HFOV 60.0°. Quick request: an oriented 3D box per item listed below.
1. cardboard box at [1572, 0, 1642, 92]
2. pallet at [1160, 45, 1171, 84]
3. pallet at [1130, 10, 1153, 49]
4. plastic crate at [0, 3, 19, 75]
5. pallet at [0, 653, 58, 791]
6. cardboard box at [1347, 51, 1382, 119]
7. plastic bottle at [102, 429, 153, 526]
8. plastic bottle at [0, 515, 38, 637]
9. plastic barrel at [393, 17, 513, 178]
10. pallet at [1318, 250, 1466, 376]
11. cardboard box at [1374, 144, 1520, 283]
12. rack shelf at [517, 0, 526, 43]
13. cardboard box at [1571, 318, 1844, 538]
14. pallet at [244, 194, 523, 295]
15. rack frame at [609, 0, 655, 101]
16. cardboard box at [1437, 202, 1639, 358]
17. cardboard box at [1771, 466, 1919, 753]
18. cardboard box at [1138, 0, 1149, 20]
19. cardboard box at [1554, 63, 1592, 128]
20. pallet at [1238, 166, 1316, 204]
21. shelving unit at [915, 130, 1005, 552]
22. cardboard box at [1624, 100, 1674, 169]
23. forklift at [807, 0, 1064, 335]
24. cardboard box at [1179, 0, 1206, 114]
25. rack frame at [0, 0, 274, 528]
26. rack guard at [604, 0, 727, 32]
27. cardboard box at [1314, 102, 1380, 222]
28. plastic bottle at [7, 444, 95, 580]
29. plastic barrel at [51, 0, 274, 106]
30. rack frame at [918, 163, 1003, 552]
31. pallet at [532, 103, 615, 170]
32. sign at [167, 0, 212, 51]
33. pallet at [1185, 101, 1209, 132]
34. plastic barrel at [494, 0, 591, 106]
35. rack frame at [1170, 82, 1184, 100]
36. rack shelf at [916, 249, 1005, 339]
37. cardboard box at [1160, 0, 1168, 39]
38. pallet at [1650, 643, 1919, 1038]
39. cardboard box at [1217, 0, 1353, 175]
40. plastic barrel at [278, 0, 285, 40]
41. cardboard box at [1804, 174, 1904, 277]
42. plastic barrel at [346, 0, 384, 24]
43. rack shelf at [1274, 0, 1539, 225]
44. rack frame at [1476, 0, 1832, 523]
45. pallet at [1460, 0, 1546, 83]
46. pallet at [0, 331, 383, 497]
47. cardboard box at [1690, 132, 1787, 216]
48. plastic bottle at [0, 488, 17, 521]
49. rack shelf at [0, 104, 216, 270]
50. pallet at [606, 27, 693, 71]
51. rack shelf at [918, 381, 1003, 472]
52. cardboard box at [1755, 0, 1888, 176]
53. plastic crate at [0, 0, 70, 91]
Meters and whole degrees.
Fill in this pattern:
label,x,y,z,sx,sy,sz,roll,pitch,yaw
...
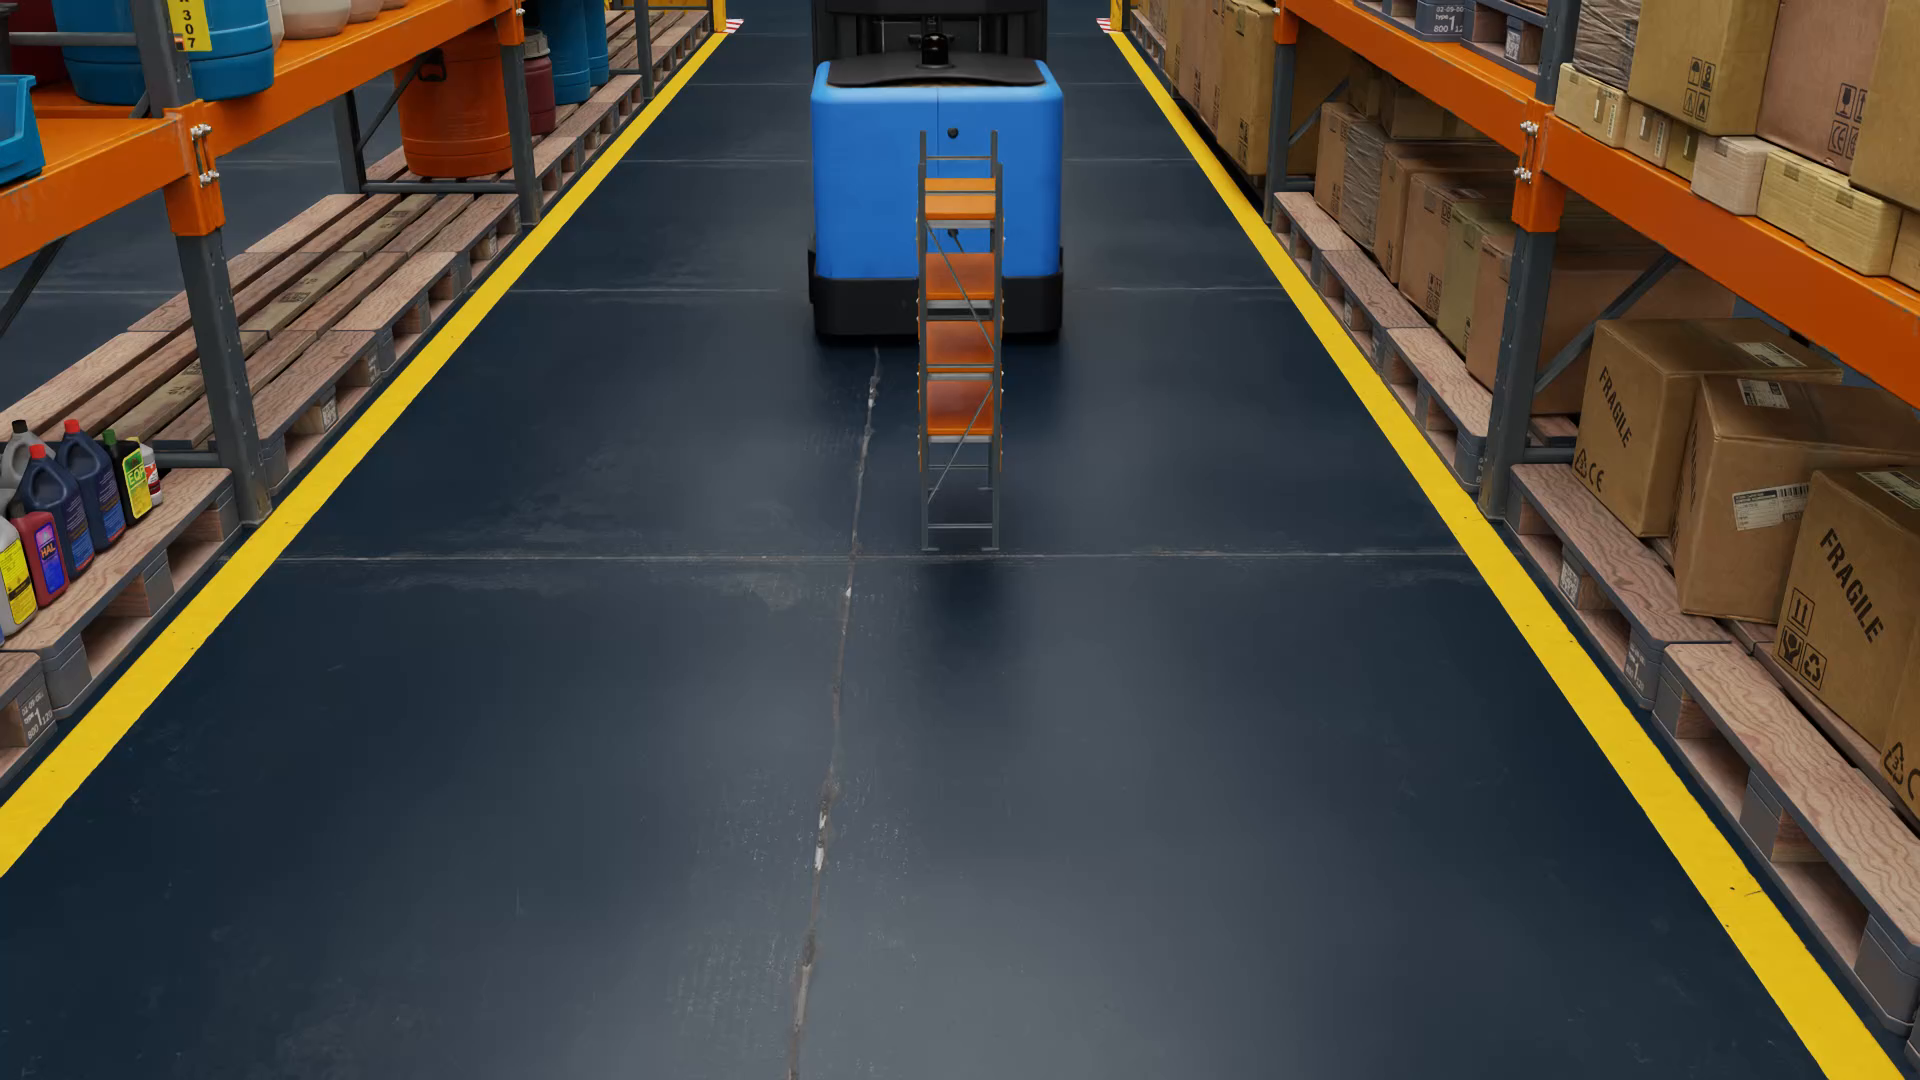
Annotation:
label,x,y,z,sx,sy,sz,roll,pitch,yaw
cardboard box,2.148,-1.446,4.325,0.875,0.500,0.500,0,24,-1
pallet,2.188,-3.790,13.374,1.003,0.211,1.213,0,24,-1
pallet,2.161,-4.796,15.597,1.003,0.211,1.213,0,24,-1
plastic crate,-2.869,-1.184,4.303,0.767,0.338,0.504,0,24,-1
pallet,-2.766,0.623,3.616,1.003,0.211,1.213,0,24,-1
cardboard box,2.199,-2.226,8.121,0.500,0.250,0.500,1,24,2
plastic bottle,-2.413,-0.194,4.802,0.061,0.283,0.133,1,24,2
plastic bottle,-2.447,0.054,4.170,0.144,0.351,0.185,0,24,-1
plastic barrel,-2.814,-2.481,9.219,0.600,0.830,0.708,0,24,-1
pallet,2.179,-1.005,7.215,1.003,0.211,1.213,0,24,-1
cardboard box,2.221,-1.422,7.254,0.700,0.500,0.500,2,24,4
rack shelf,-2.813,-3.573,10.383,1.077,0.370,4.000,0,24,-1
cardboard box,2.169,-0.338,4.881,0.500,0.500,0.500,-1,24,-2
pallet,-2.822,-1.487,8.281,1.003,0.211,1.213,0,24,-1
rack frame,-2.835,-4.725,12.057,1.000,3.000,0.127,0,24,-1
cardboard box,2.233,-0.962,6.236,0.700,0.500,0.500,0,24,-1
cardboard box,2.268,0.153,3.794,0.500,0.500,0.500,-2,24,-5
cardboard box,2.161,-5.355,15.519,0.875,0.875,0.875,0,24,-1
cardboard box,1.907,-1.246,4.670,0.380,0.149,0.250,0,24,-1
pallet,2.228,-2.153,9.755,1.003,0.211,1.213,0,24,-1
shelving unit,-0.002,-0.615,5.154,0.258,1.200,0.503,0,24,-1
cardboard box,1.927,-1.040,4.215,0.380,0.149,0.250,0,24,-1
forklift,-0.153,-2.759,7.794,1.130,2.935,3.031,-1,24,-2
cardboard box,2.155,-3.338,11.060,1.225,0.875,0.875,-1,24,-2
rack frame,-2.748,-1.428,4.768,1.000,3.000,0.127,0,24,-1
rack guard,-2.892,-5.244,16.238,1.175,0.500,0.348,0,24,-1
cardboard box,2.189,-1.884,8.276,0.700,0.500,0.500,-2,24,-3
plastic bottle,-2.450,-0.079,4.464,0.144,0.351,0.185,-1,24,-3
plastic barrel,-2.449,-1.817,5.020,0.600,0.901,0.708,0,24,-1
rack frame,0.001,-0.514,4.931,0.240,1.200,0.015,0,24,-1
pallet,-2.852,-2.632,10.814,1.003,0.211,1.213,0,24,-1
sign,-2.198,-1.552,4.706,0.100,0.325,0.005,0,24,-1
pallet,2.201,-3.159,11.978,1.003,0.211,1.213,0,24,-1
plastic barrel,-2.838,-3.444,11.262,0.600,0.901,0.708,0,24,-1
rack frame,2.118,-4.747,12.106,1.000,3.000,0.127,0,24,-1
rack shelf,-0.002,-0.757,5.089,0.258,0.148,0.480,0,24,-1
cardboard box,2.181,-4.613,13.879,0.875,0.875,0.875,0,24,-1
pallet,2.264,0.601,3.666,1.003,0.211,1.213,0,24,-1
cardboard box,2.175,-2.607,9.442,1.225,0.875,0.875,-1,24,-3
plastic barrel,-2.609,-1.911,6.004,0.301,0.262,0.301,0,24,0
cardboard box,1.936,-0.628,3.304,0.380,0.149,0.250,0,24,-1
plastic barrel,-2.552,-2.366,6.676,0.433,0.535,0.433,0,24,0
rack shelf,2.183,-1.947,6.788,1.077,0.370,4.000,0,24,-1
rack frame,2.205,-1.451,4.817,1.000,3.000,0.127,0,24,-1
pallet,2.342,-1.679,5.555,1.003,0.211,1.213,0,24,-1
pallet,-2.795,-0.481,6.058,1.003,0.211,1.213,0,24,-1
cardboard box,1.900,-0.834,3.759,0.380,0.149,0.250,0,24,-1
plastic bottle,-2.598,-0.034,4.455,0.152,0.276,0.135,0,24,-1
rack shelf,-2.726,-0.276,3.094,1.077,0.370,4.000,0,24,-1
pallet,-2.898,-4.261,14.415,1.003,0.211,1.213,0,24,-1
rack shelf,-0.002,-0.373,5.263,0.258,0.148,0.480,0,24,-1
cardboard box,2.224,-1.034,3.414,0.875,0.500,0.500,0,24,-1
plastic crate,-3.059,-1.656,5.193,0.402,0.464,0.583,0,24,-1
